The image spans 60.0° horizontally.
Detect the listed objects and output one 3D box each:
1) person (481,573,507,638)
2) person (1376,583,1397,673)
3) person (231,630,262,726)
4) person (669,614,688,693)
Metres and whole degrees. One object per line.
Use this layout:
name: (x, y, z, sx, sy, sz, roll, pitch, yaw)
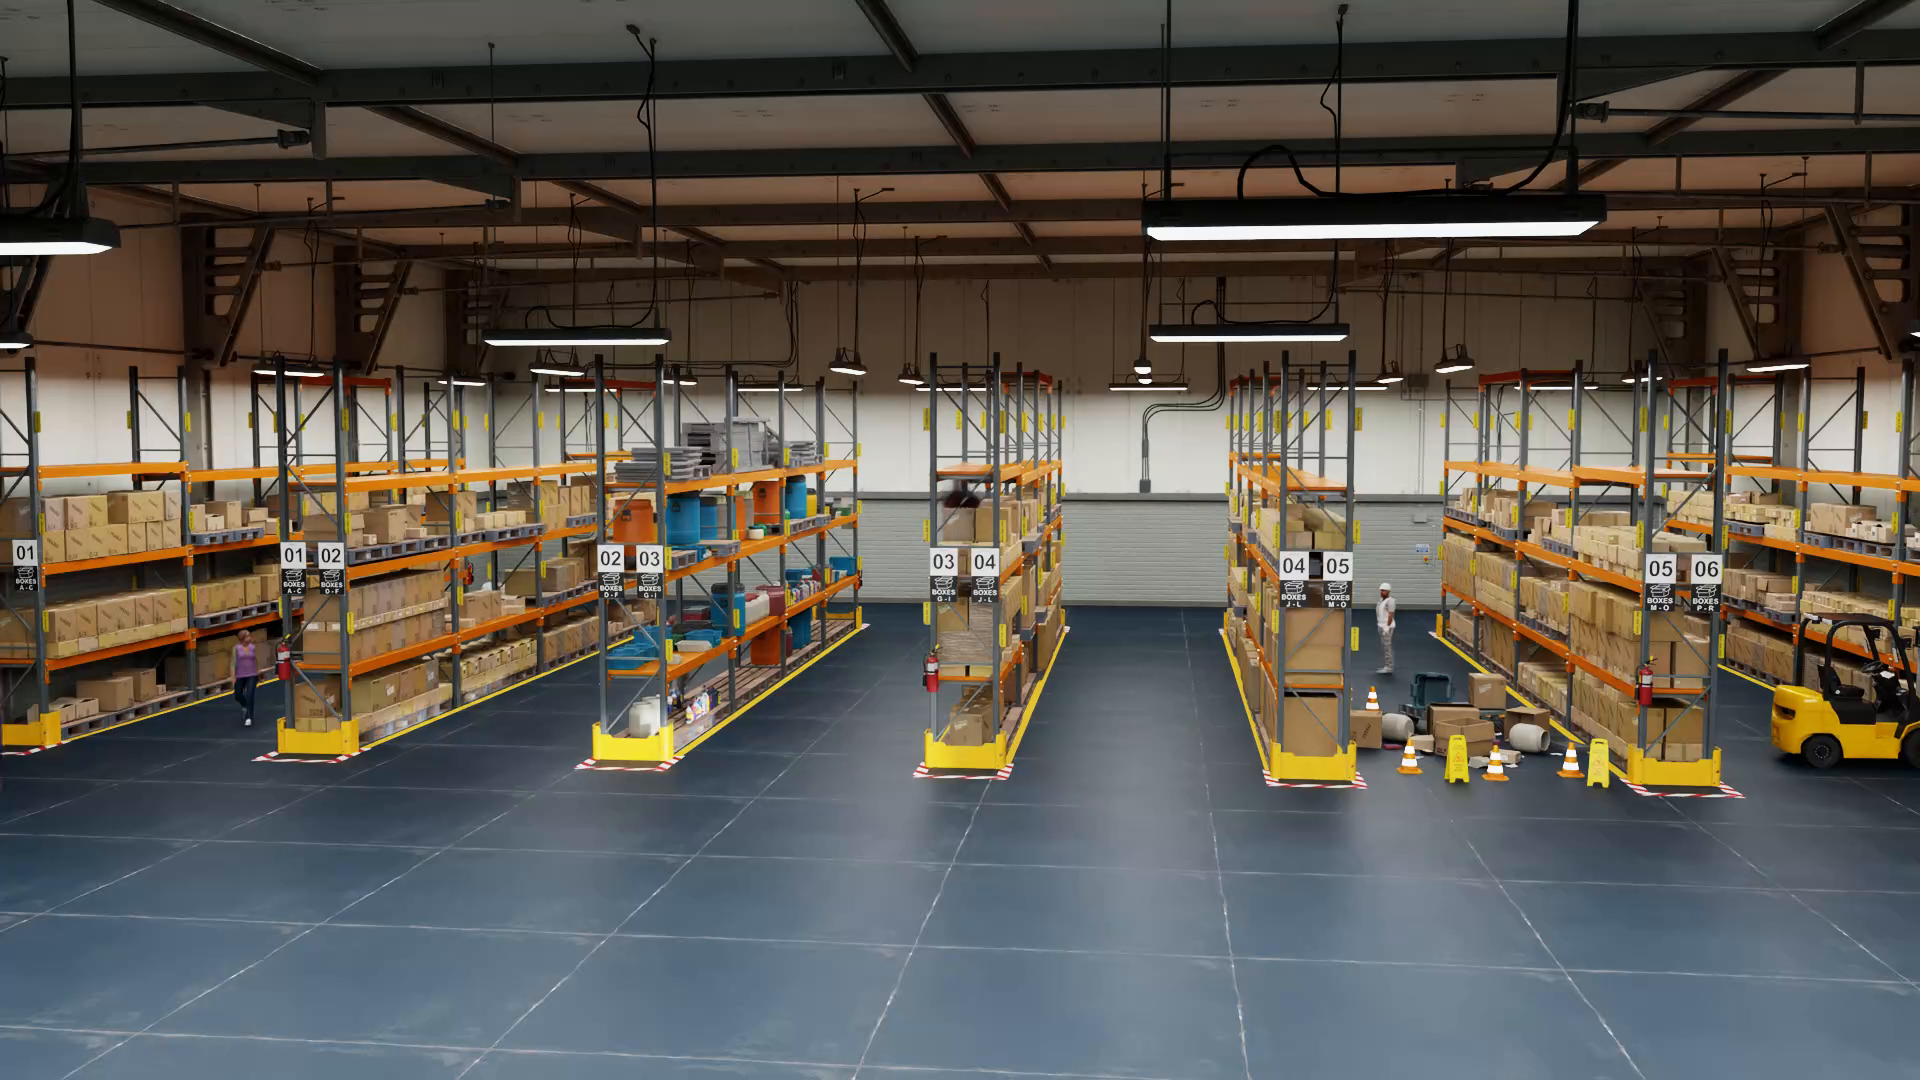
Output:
person: (-10.435, 1.540, 37.183, 0.655, 1.731, 0.804, 1, 4, 11)
person: (8.492, 1.752, 33.189, 0.372, 1.785, 0.586, 0, 4, 6)
person: (-11.828, 2.262, 27.580, 0.417, 1.573, 0.669, -1, 4, -7)
person: (-5.153, 2.120, 30.346, 0.438, 1.512, 0.608, 0, 4, -7)
